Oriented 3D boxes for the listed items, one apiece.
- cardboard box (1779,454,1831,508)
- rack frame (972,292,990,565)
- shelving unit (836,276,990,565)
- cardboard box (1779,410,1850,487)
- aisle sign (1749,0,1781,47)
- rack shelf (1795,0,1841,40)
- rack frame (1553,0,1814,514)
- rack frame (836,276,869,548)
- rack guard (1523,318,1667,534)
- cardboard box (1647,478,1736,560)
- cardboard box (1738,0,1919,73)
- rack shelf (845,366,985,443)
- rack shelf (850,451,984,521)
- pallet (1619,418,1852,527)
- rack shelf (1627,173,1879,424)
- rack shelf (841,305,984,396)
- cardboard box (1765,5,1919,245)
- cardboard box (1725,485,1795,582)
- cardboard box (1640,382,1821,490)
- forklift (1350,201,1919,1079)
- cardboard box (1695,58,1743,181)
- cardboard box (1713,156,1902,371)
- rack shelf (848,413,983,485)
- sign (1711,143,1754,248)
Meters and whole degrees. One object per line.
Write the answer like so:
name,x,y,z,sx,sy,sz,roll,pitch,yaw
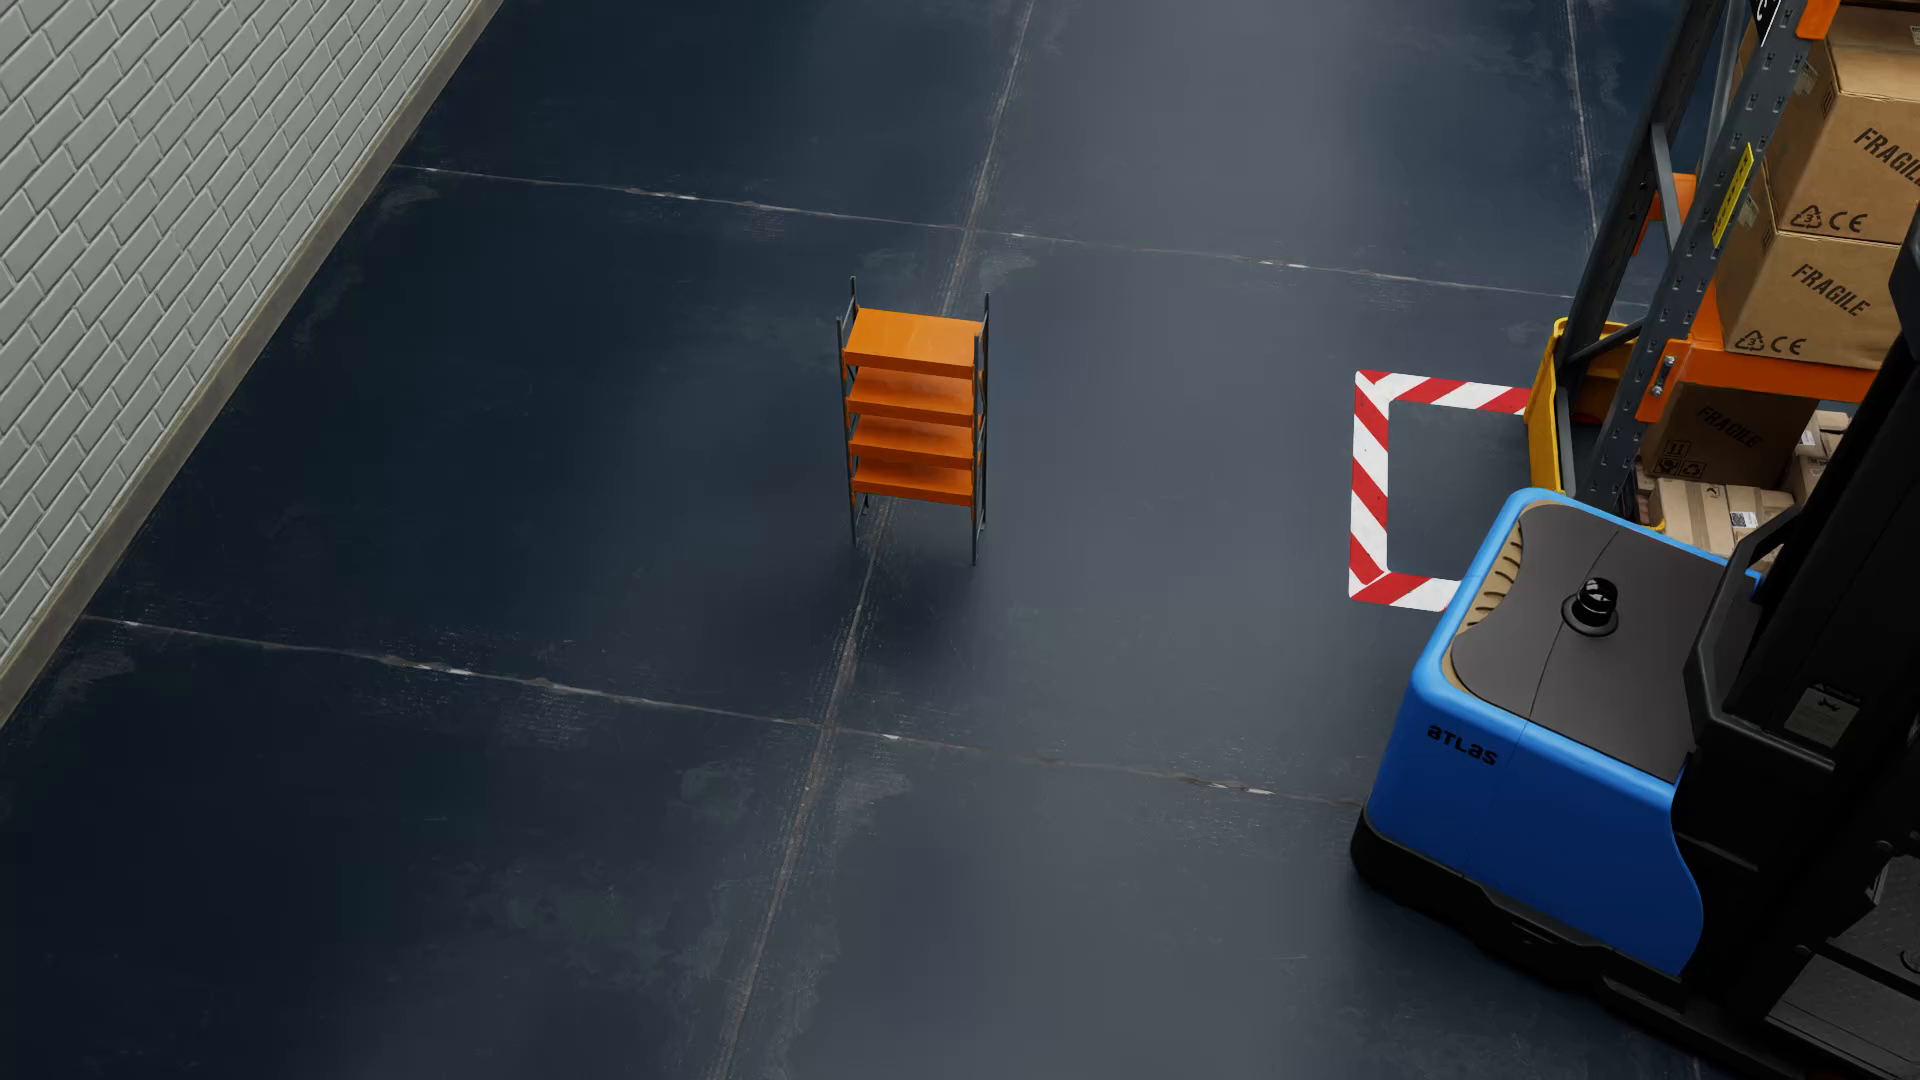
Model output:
cardboard box,3.424,-0.038,6.292,0.500,0.250,0.500,8,49,7
rack frame,0.077,-0.391,6.266,0.015,1.200,0.240,8,49,7
shelving unit,-0.163,-0.423,6.295,0.503,1.200,0.258,8,49,7
cardboard box,3.408,-0.344,6.624,0.250,0.166,0.380,8,49,7
aisle sign,2.327,-1.818,4.591,0.004,0.787,0.394,8,49,7
rack shelf,4.415,-1.653,4.658,4.000,0.370,1.077,8,49,7
rack frame,2.447,-1.155,5.743,0.127,3.000,1.000,8,49,7
rack frame,-0.403,-0.455,6.324,0.015,1.200,0.240,8,49,7
rack guard,2.522,-0.310,6.664,0.348,0.500,1.175,8,49,7
cardboard box,2.798,-0.043,6.364,0.250,0.149,0.380,8,49,7
cardboard box,2.934,-1.665,5.462,0.500,0.500,0.500,7,48,6
rack shelf,-0.163,-0.527,6.179,0.480,0.148,0.258,8,49,7
rack shelf,-0.163,-0.245,6.493,0.480,0.148,0.258,8,49,7
pallet,3.306,-0.108,6.678,1.213,0.211,1.003,8,49,7
rack shelf,4.415,-0.650,5.773,4.000,0.370,1.077,8,49,7
rack shelf,-0.163,-0.686,6.003,0.480,0.148,0.258,8,49,7
cardboard box,2.837,-1.271,5.108,0.500,0.500,0.500,9,49,8
cardboard box,3.044,-0.015,6.328,0.250,0.166,0.380,8,49,7
cardboard box,3.026,-0.575,6.607,0.500,0.500,0.500,8,49,7
forklift,2.853,0.426,4.369,3.031,2.935,1.130,25,53,21
cardboard box,2.936,-1.329,5.832,0.500,0.500,0.500,9,49,8
cardboard box,2.837,-0.937,5.480,0.500,0.500,0.500,9,49,8
rack shelf,-0.163,-0.378,6.345,0.480,0.148,0.258,8,49,7
sign,2.351,-1.047,5.065,0.005,0.325,0.100,8,49,7
